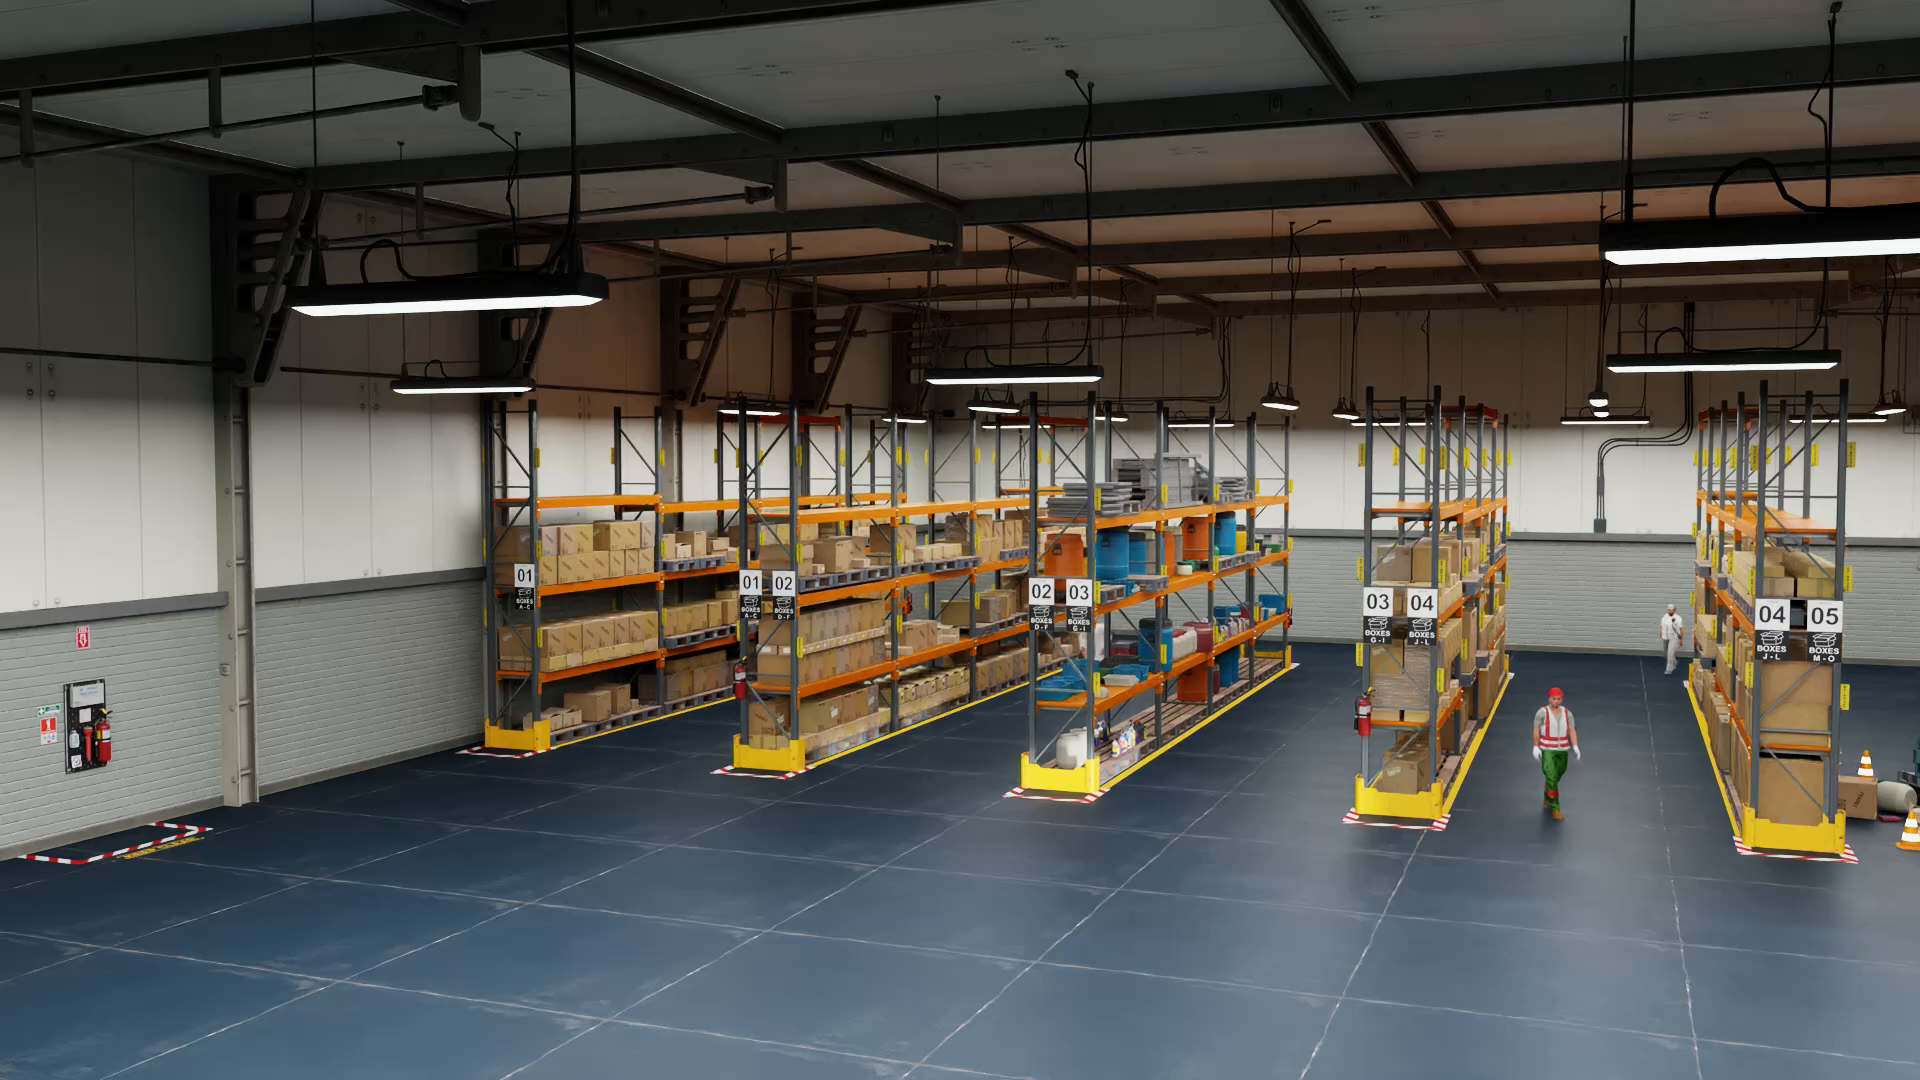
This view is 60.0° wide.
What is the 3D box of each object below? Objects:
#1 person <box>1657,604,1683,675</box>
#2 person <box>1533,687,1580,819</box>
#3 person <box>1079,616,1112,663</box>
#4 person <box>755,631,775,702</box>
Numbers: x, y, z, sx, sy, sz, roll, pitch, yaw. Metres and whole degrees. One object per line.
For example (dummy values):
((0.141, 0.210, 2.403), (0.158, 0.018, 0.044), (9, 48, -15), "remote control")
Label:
((16.502, 2.277, 38.542), (1.006, 1.608, 0.509), (-3, 4, -42), "person")
((8.370, 2.958, 23.337), (0.547, 1.779, 0.853), (0, 3, -4), "person")
((2.923, 2.403, 35.750), (0.753, 1.690, 0.649), (2, 3, 28), "person")
((-3.995, 2.456, 34.063), (0.570, 1.708, 0.464), (2, 4, 38), "person")
